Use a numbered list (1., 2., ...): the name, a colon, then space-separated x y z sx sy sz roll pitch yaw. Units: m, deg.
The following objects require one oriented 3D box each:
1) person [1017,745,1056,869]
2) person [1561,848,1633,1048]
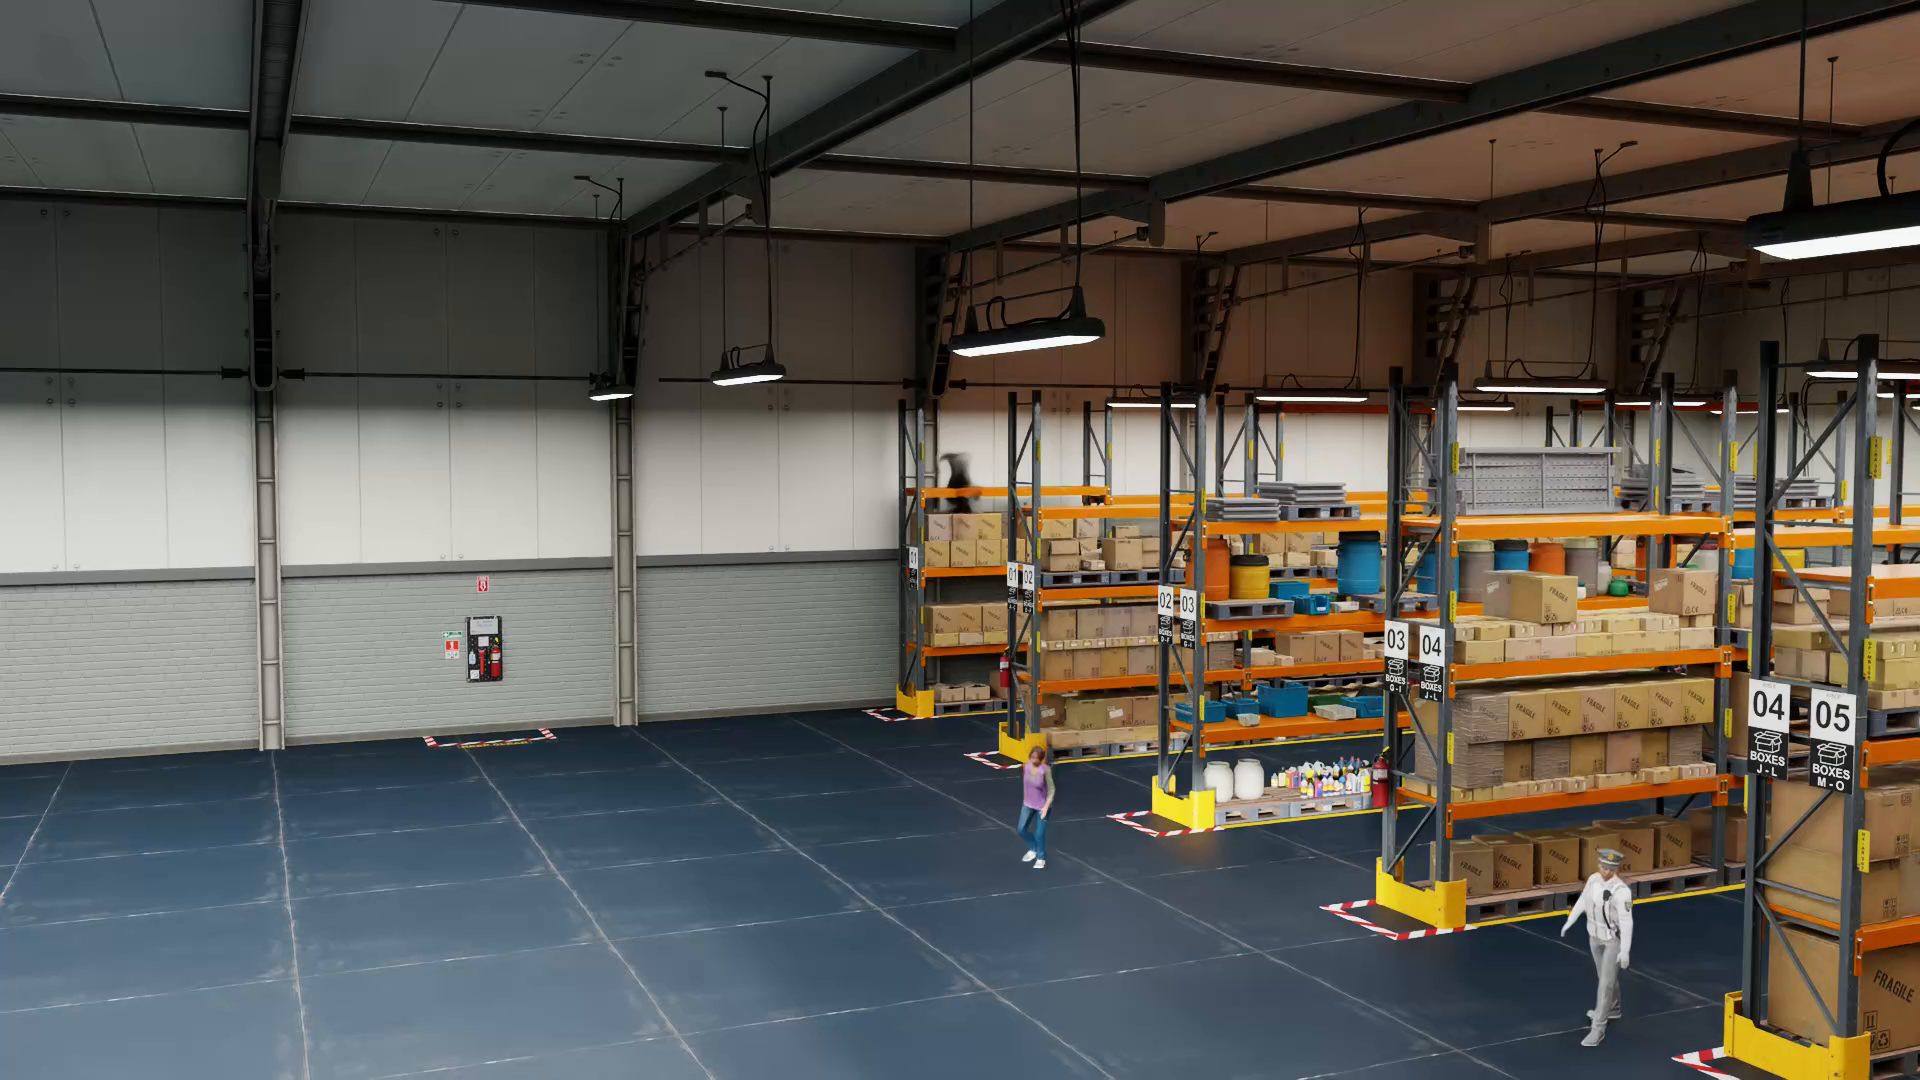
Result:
1. person: 0.926 3.221 20.012 0.540 1.544 0.607 2 4 27
2. person: 5.582 3.489 14.540 0.753 1.652 0.693 -1 4 -22
